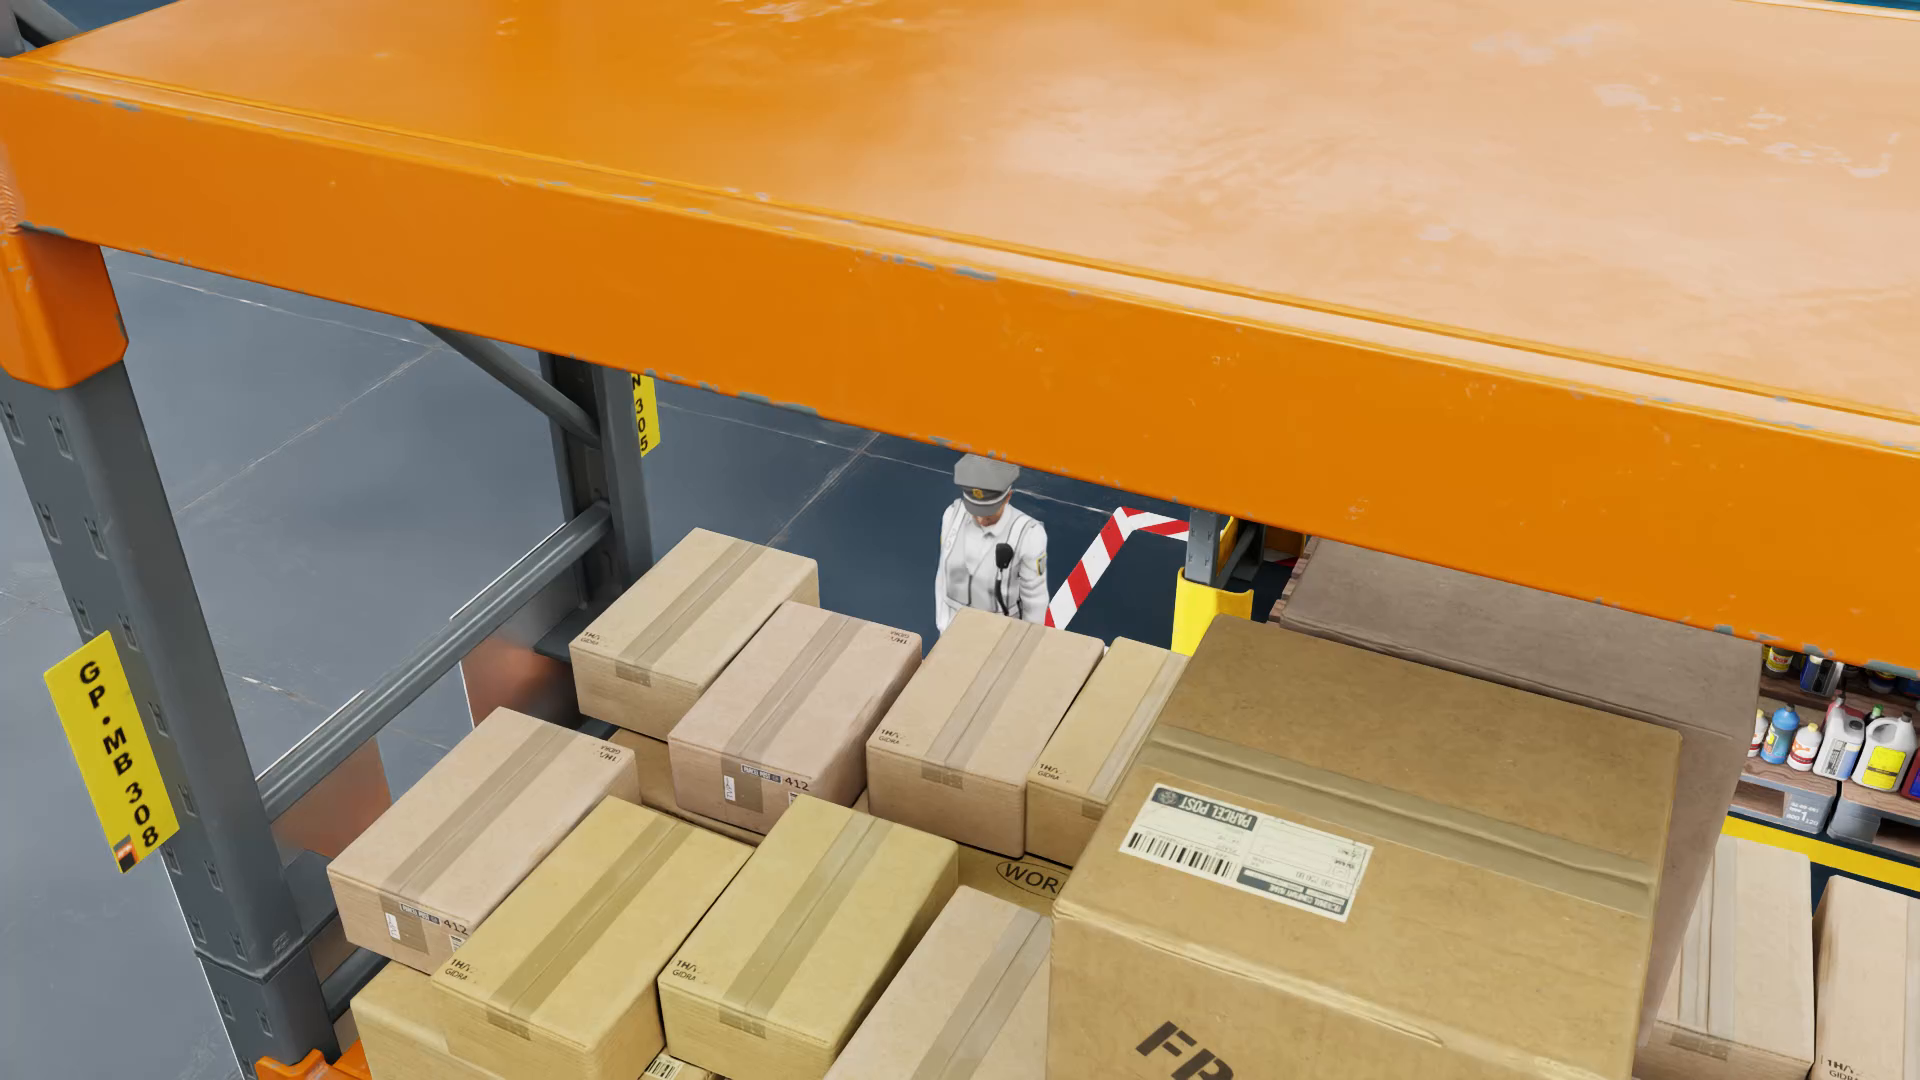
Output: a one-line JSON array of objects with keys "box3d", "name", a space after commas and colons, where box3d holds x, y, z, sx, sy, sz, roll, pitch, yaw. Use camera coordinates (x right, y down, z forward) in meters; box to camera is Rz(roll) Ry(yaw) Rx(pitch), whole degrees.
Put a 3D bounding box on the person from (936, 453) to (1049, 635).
[{"box3d": [0.117, 0.386, 6.577, 0.474, 1.660, 0.327, 15, 37, 21], "name": "person"}]
